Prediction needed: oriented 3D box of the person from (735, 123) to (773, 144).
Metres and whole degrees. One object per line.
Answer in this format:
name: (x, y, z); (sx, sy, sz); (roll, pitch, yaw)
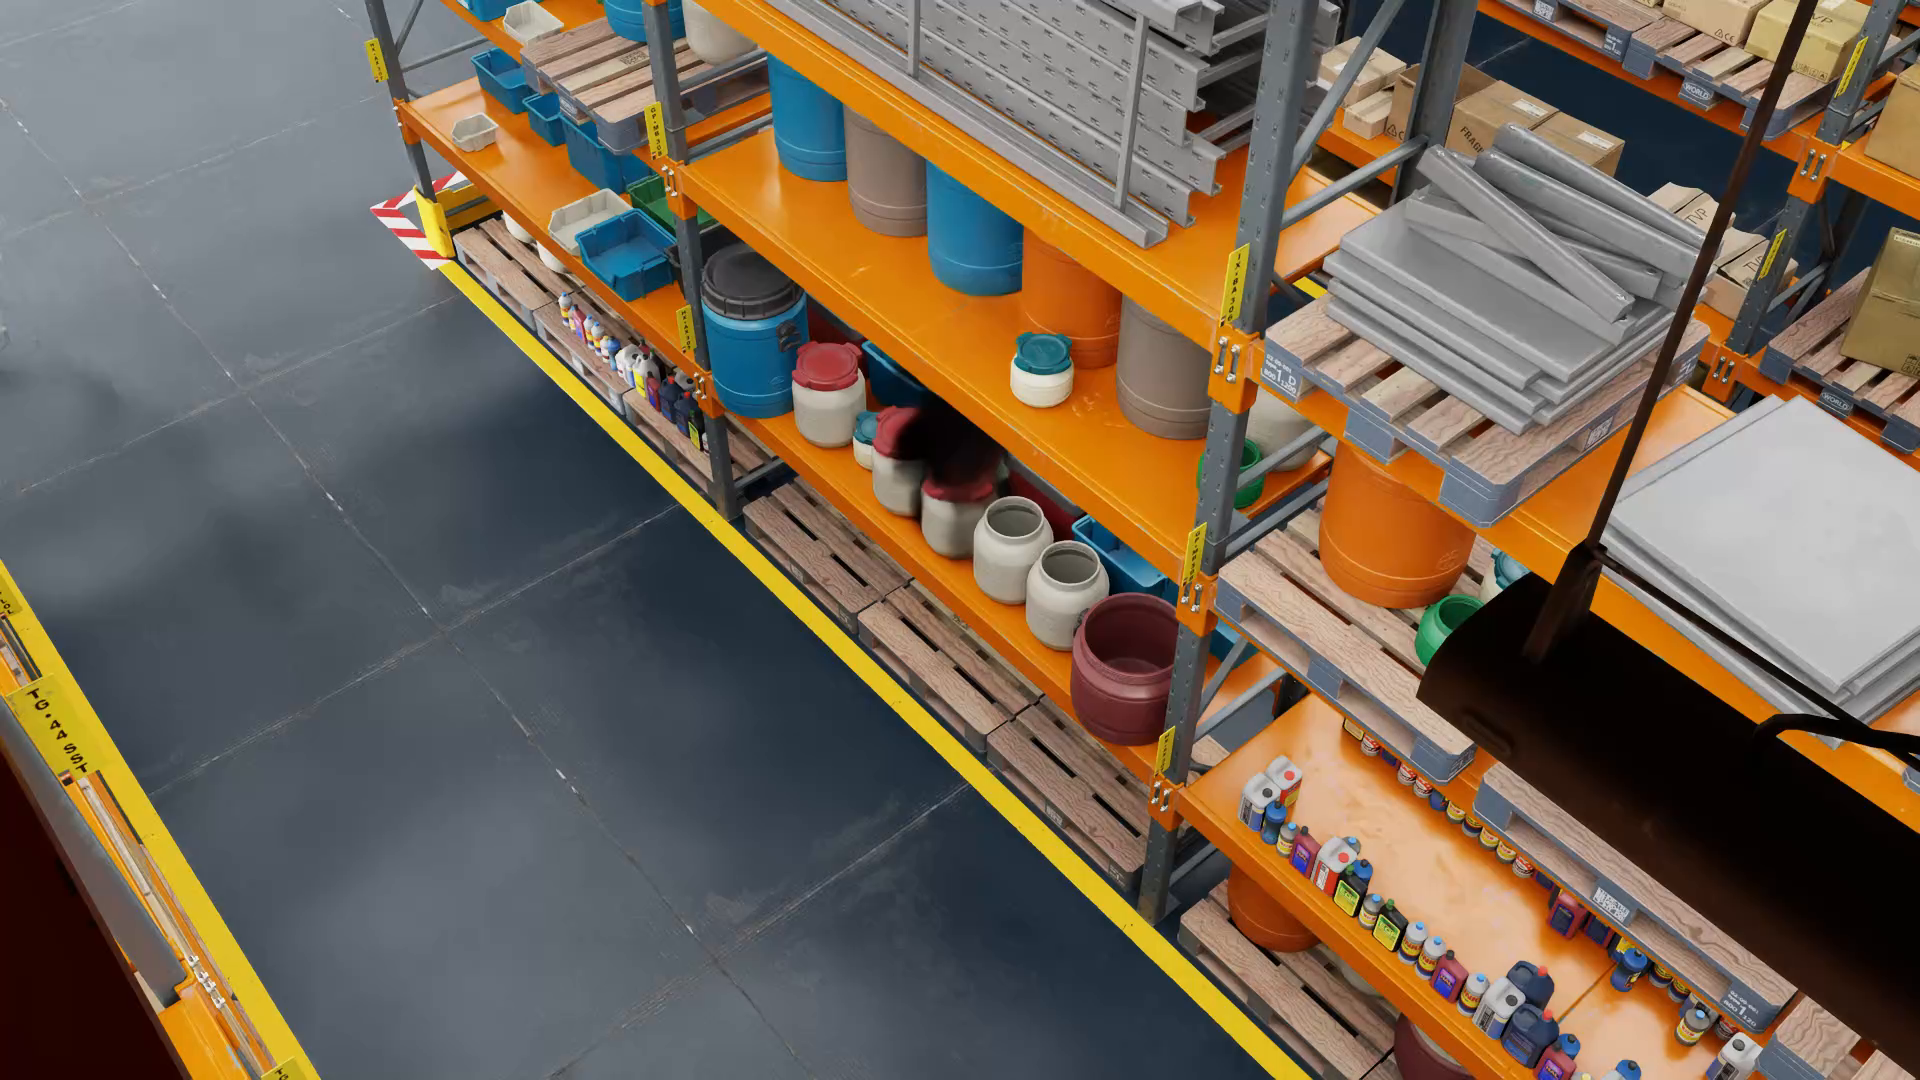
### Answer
person: (-1.501, -3.068, 12.690); (0.560, 1.731, 0.638); (34, 55, 28)
